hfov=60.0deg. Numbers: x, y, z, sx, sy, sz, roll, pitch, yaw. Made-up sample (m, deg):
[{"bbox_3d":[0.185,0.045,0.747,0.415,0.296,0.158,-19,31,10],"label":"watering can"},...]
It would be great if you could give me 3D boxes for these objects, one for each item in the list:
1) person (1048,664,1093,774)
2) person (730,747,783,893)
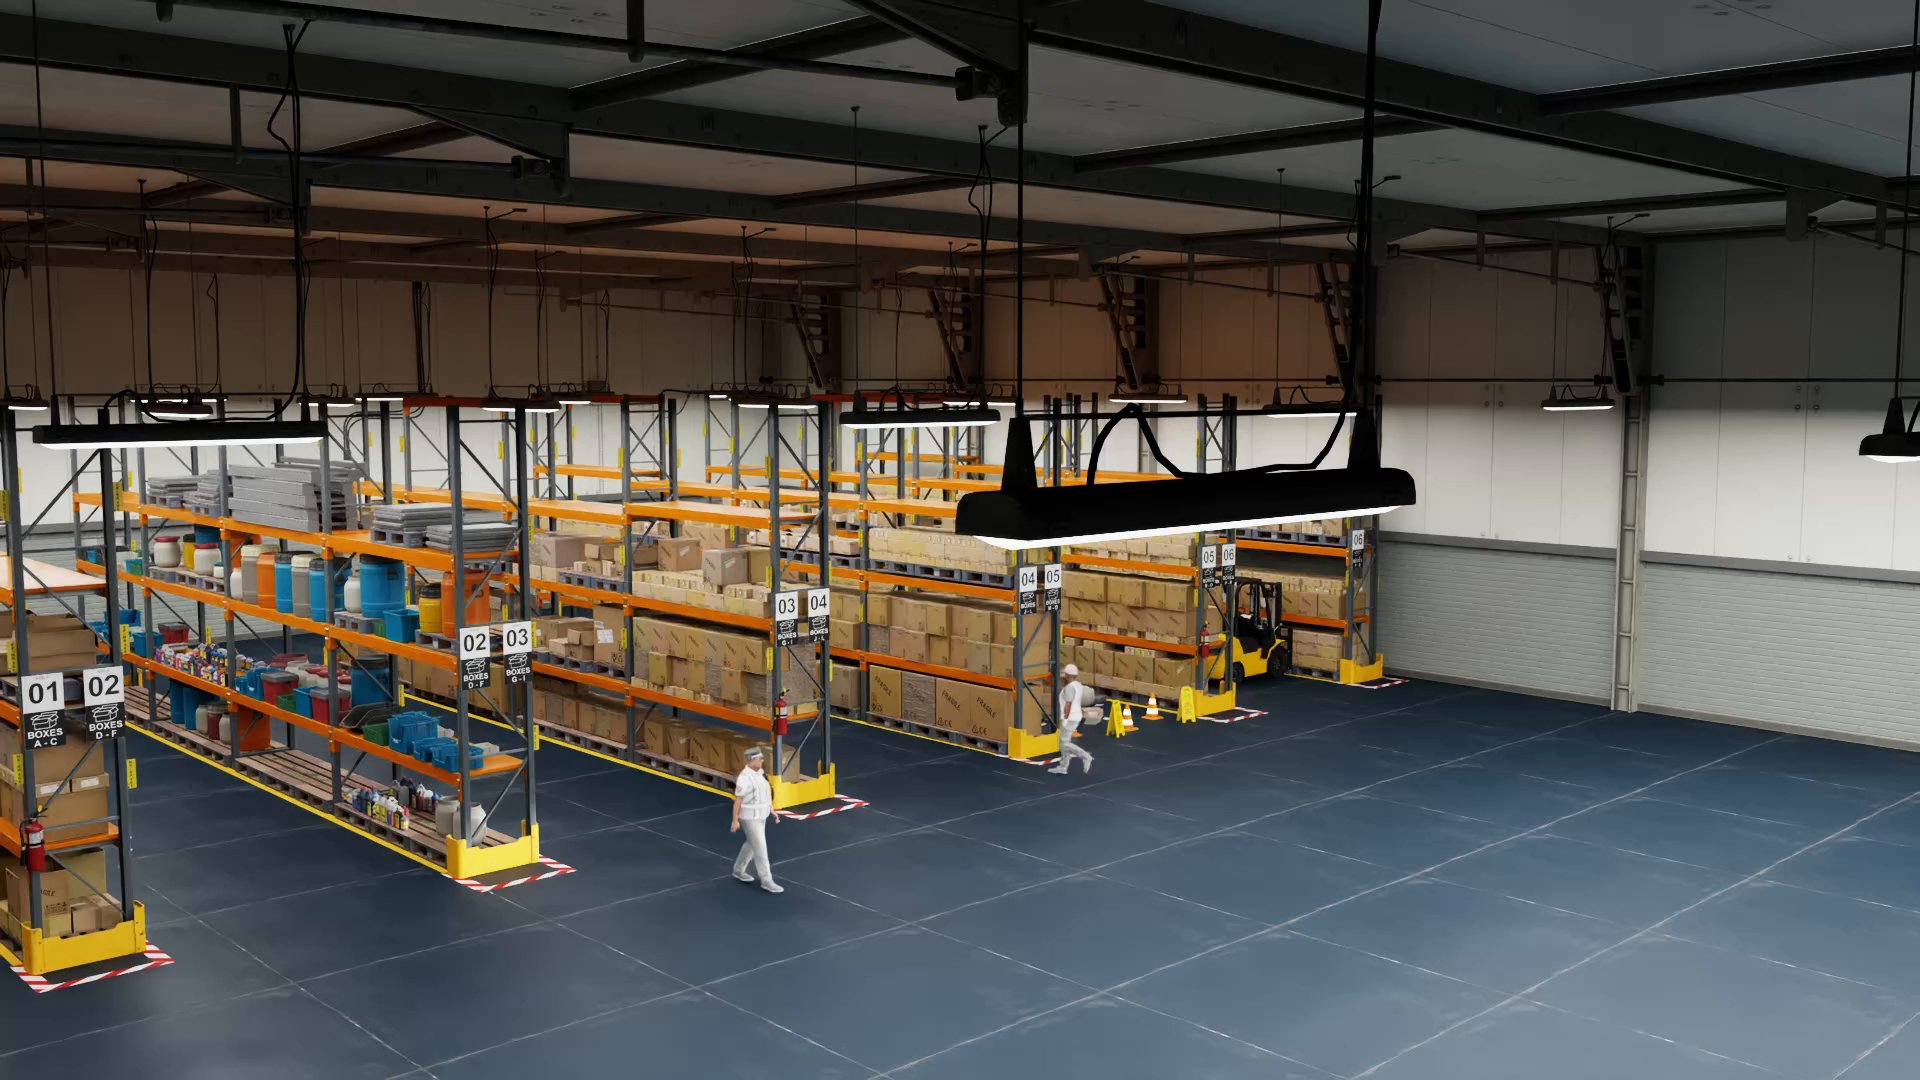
[{"bbox_3d":[1.772,2.874,26.618,0.736,1.774,0.599,1,6,14],"label":"person"},{"bbox_3d":[-2.513,3.447,20.762,0.856,1.733,0.589,2,6,19],"label":"person"}]
